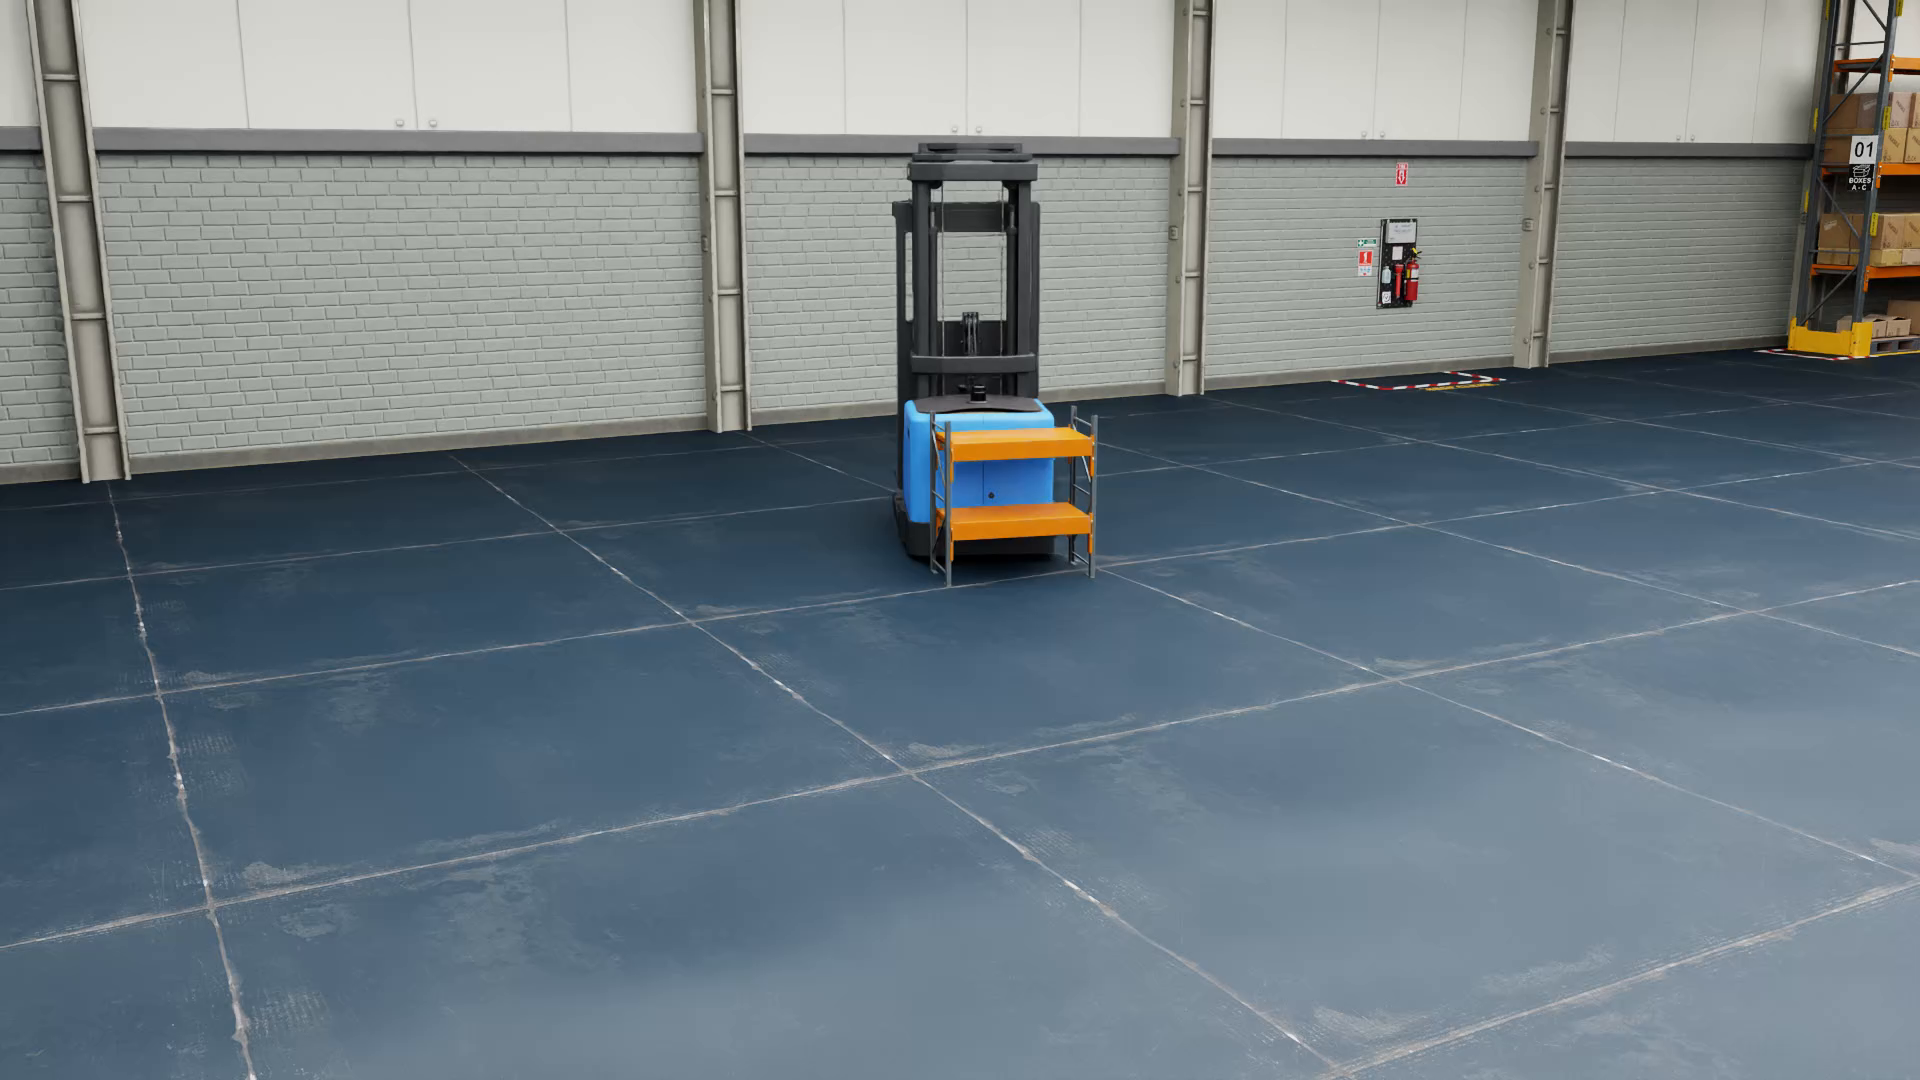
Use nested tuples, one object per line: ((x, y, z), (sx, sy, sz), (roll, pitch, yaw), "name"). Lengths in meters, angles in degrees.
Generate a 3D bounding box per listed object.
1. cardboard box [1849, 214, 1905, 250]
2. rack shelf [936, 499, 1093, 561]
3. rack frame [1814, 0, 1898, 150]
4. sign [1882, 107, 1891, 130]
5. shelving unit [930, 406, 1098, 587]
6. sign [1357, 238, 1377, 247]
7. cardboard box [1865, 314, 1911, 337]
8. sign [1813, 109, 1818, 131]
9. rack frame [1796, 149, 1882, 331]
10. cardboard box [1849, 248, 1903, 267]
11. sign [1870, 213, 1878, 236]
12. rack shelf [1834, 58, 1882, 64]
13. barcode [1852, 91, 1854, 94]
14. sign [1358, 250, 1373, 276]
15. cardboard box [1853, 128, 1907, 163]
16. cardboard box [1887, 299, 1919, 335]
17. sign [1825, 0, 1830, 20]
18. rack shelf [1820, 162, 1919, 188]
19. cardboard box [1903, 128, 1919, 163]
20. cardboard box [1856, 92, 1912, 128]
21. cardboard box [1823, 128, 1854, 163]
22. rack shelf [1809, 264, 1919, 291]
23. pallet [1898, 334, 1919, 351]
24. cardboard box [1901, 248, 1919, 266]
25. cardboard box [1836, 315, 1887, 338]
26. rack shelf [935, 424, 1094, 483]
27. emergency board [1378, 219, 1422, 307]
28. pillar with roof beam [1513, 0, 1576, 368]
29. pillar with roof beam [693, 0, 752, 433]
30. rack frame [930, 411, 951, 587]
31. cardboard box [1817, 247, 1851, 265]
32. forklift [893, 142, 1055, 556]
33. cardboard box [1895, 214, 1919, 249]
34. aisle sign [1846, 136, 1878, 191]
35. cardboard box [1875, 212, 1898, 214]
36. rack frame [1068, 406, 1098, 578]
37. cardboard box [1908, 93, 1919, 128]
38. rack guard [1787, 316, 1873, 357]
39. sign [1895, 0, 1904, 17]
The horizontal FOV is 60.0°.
((13.683, -4.600, 24.806), (0.500, 0.500, 0.500), (-7, 14, -28), "cardboard box")
((0.359, -0.073, 11.487), (1.000, 0.278, 0.538), (-3, 13, -14), "rack shelf")
((13.120, -7.232, 24.250), (0.127, 3.000, 1.000), (-7, 14, -28), "rack frame")
((13.381, -6.091, 24.019), (0.005, 0.325, 0.100), (-7, 14, -28), "sign")
((0.359, -0.312, 11.434), (1.048, 1.125, 0.538), (-3, 13, -14), "shelving unit")
((5.340, -3.898, 21.812), (0.331, 0.109, 0.001), (-7, 14, -28), "sign")
((14.271, -3.324, 25.668), (0.500, 0.311, 0.500), (-6, 14, -23), "cardboard box")
((12.872, -6.310, 24.967), (0.005, 0.325, 0.100), (-7, 14, -28), "sign")
((13.120, -4.306, 24.909), (0.127, 3.000, 1.000), (-7, 14, -28), "rack frame")
((13.701, -4.232, 24.879), (0.500, 0.250, 0.500), (-7, 15, -29), "cardboard box")
((13.381, -4.623, 24.349), (0.005, 0.325, 0.100), (-7, 14, -28), "sign")
((14.876, -7.220, 25.235), (3.809, 0.052, 0.919), (-7, 14, -28), "rack shelf")
((13.504, -6.769, 25.153), (0.075, 0.075, 0.001), (-7, 14, -28), "barcode")
((5.332, -3.641, 21.875), (0.234, 0.329, 0.001), (-7, 14, -28), "sign")
((13.534, -5.814, 24.508), (0.500, 0.500, 0.500), (-6, 14, -26), "cardboard box")
((14.939, -3.484, 25.948), (0.500, 0.500, 0.700), (-8, 15, -31), "cardboard box")
((12.872, -7.874, 24.615), (0.005, 0.325, 0.100), (-7, 14, -28), "sign")
((14.876, -5.628, 25.593), (4.000, 0.370, 1.077), (-7, 14, -28), "rack shelf")
((14.022, -5.864, 24.729), (0.500, 0.500, 0.500), (-6, 14, -24), "cardboard box")
((13.575, -6.309, 24.429), (0.500, 0.500, 0.500), (-8, 15, -32), "cardboard box")
((13.365, -5.920, 24.978), (0.500, 0.500, 0.500), (-6, 14, -24), "cardboard box")
((14.876, -4.165, 25.923), (4.000, 0.370, 1.077), (-7, 14, -28), "rack shelf")
((14.987, -3.159, 26.166), (1.213, 0.211, 1.003), (-7, 14, -28), "pallet")
((14.150, -4.290, 25.134), (0.500, 0.250, 0.500), (-7, 15, -30), "cardboard box")
((13.771, -3.264, 25.402), (0.500, 0.311, 0.500), (-9, 15, -34), "cardboard box")
((0.359, -0.598, 11.369), (1.000, 0.278, 0.538), (-3, 13, -14), "rack shelf")
((5.870, -3.662, 22.050), (0.636, 1.158, 0.192), (-7, 14, -28), "emergency board")
((10.117, -6.012, 18.827), (0.400, 9.000, 9.100), (-7, 14, -28), "pillar with roof beam")
((-0.416, -4.749, 13.217), (0.400, 9.000, 9.100), (-7, 14, -28), "pillar with roof beam")
((-0.134, -0.285, 11.314), (0.032, 1.125, 0.500), (-3, 13, -14), "rack frame")
((13.438, -4.329, 25.307), (0.500, 0.250, 0.500), (-7, 14, -27), "cardboard box")
((0.041, -1.585, 12.978), (1.130, 2.935, 3.031), (-1, 13, -5), "forklift")
((14.122, -4.650, 25.029), (0.500, 0.500, 0.500), (-7, 14, -28), "cardboard box")
((13.201, -5.508, 24.333), (0.004, 0.787, 0.394), (-7, 14, -28), "aisle sign")
((14.331, -4.805, 25.715), (0.500, 0.500, 0.500), (-7, 15, -29), "cardboard box")
((0.853, -0.339, 11.553), (0.032, 1.125, 0.500), (-3, 13, -14), "rack frame")
((14.039, -6.352, 24.620), (0.500, 0.500, 0.500), (-7, 14, -29), "cardboard box")
((13.187, -3.094, 25.219), (0.348, 0.500, 1.175), (-7, 14, -28), "rack guard")
((13.380, -7.622, 23.674), (0.005, 0.325, 0.100), (-7, 14, -28), "sign")
